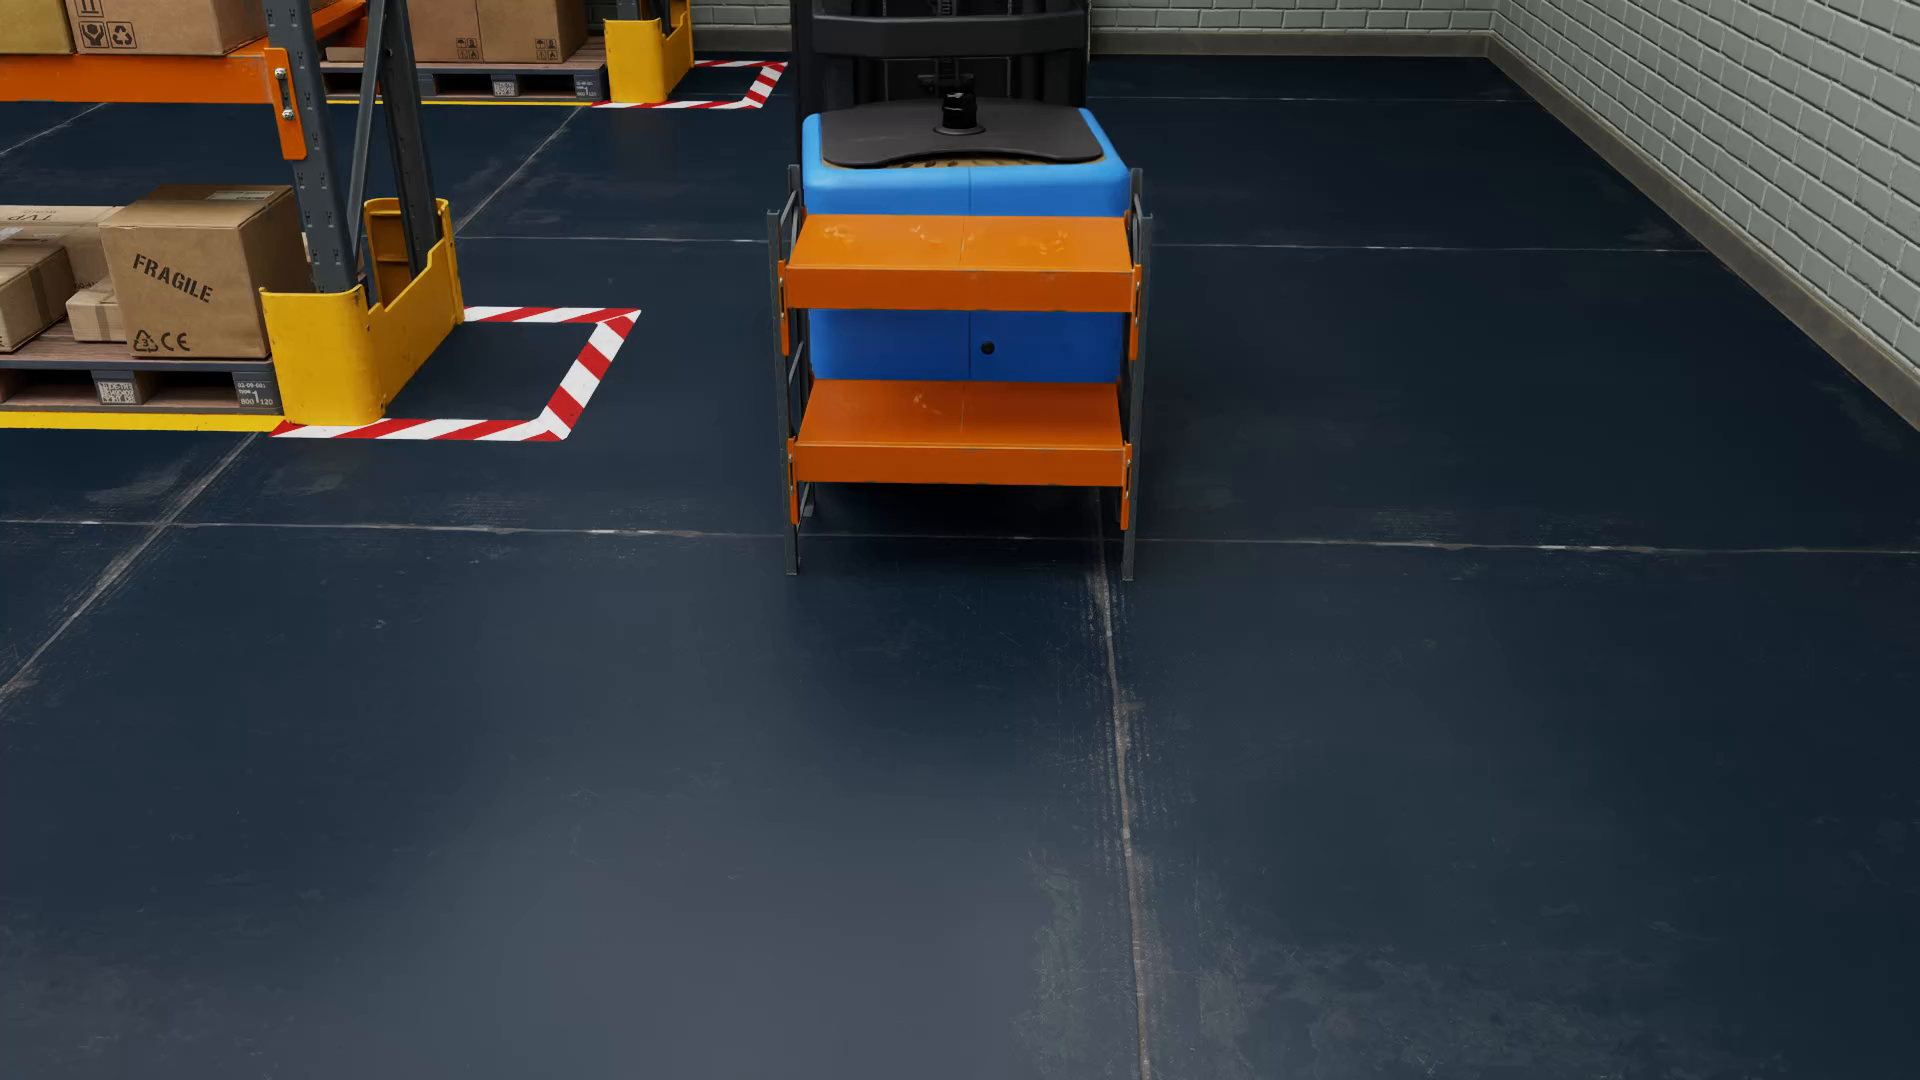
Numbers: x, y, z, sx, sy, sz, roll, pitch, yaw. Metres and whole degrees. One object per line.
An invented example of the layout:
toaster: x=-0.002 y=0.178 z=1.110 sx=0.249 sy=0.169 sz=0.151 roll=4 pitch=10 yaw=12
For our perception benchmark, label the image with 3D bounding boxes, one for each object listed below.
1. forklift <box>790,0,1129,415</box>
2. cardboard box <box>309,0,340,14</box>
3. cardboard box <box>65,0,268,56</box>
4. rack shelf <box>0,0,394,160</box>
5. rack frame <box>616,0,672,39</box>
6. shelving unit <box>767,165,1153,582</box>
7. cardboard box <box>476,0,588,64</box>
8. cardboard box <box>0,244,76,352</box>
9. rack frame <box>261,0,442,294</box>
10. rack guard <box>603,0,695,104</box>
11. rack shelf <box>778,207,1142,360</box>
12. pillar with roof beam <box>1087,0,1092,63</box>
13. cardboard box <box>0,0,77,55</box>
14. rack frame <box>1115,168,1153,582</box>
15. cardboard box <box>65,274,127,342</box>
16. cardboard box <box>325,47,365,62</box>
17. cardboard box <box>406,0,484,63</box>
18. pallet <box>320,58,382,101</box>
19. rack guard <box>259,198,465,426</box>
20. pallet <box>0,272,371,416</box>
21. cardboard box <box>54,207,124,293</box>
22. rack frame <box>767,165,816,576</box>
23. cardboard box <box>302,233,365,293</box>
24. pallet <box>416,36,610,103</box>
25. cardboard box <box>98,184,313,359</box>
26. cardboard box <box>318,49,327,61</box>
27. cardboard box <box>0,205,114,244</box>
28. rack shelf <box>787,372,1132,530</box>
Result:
forklift: x=-0.096 y=-2.171 z=6.217 sx=1.130 sy=2.935 sz=3.031 roll=-2 pitch=28 yaw=-4
cardboard box: x=-2.634 y=-2.187 z=6.065 sx=0.500 sy=0.500 sz=0.500 roll=2 pitch=28 yaw=3
cardboard box: x=-2.657 y=-1.936 z=5.592 sx=0.500 sy=0.500 sz=0.500 roll=2 pitch=28 yaw=3
rack shelf: x=-4.199 y=-1.727 z=6.073 sx=4.000 sy=0.370 sz=1.077 roll=1 pitch=28 yaw=2
rack frame: x=-2.029 y=-4.330 z=10.216 sx=0.127 sy=3.000 sz=1.000 roll=1 pitch=28 yaw=2
shelving unit: x=0.007 y=-0.497 z=4.986 sx=1.048 sy=1.125 sz=0.538 roll=1 pitch=28 yaw=2
cardboard box: x=-2.732 y=-3.376 z=10.637 sx=0.500 sy=0.500 sz=0.700 roll=1 pitch=28 yaw=2
cardboard box: x=-3.700 y=-0.915 z=6.239 sx=0.500 sy=0.250 sz=0.500 roll=1 pitch=28 yaw=2
rack frame: x=-2.200 y=-2.012 z=5.842 sx=0.127 sy=3.000 sz=1.000 roll=1 pitch=28 yaw=2
rack guard: x=-2.005 y=-3.226 z=10.801 sx=0.348 sy=0.500 sz=1.175 roll=1 pitch=28 yaw=2
rack shelf: x=0.007 y=-0.755 z=4.849 sx=1.000 sy=0.278 sz=0.538 roll=1 pitch=28 yaw=2
pillar with roof beam: x=0.548 y=-5.326 z=5.689 sx=0.400 sy=9.000 sz=9.100 roll=1 pitch=28 yaw=2
cardboard box: x=-3.176 y=-1.943 z=5.605 sx=0.500 sy=0.500 sz=0.500 roll=1 pitch=28 yaw=2
rack frame: x=0.515 y=-0.488 z=4.970 sx=0.032 sy=1.125 sz=0.500 roll=1 pitch=28 yaw=2
cardboard box: x=-3.153 y=-0.897 z=6.294 sx=0.250 sy=0.166 sz=0.380 roll=1 pitch=28 yaw=2
cardboard box: x=-3.734 y=-3.392 z=10.668 sx=0.500 sy=0.500 sz=0.700 roll=0 pitch=28 yaw=0
cardboard box: x=-3.232 y=-3.384 z=10.652 sx=0.500 sy=0.500 sz=0.700 roll=1 pitch=28 yaw=2
pallet: x=-4.047 y=-3.096 z=10.866 sx=1.213 sy=0.211 sz=1.003 roll=1 pitch=28 yaw=2
rack guard: x=-2.276 y=-0.908 z=6.430 sx=0.348 sy=0.500 sz=1.175 roll=1 pitch=28 yaw=2
pallet: x=-3.072 y=-0.793 z=6.522 sx=1.213 sy=0.211 sz=1.003 roll=1 pitch=28 yaw=2
cardboard box: x=-3.233 y=-1.141 z=6.666 sx=0.500 sy=0.250 sz=0.500 roll=1 pitch=28 yaw=2
rack frame: x=-0.501 y=-0.505 z=5.002 sx=0.032 sy=1.125 sz=0.500 roll=1 pitch=28 yaw=2
cardboard box: x=-2.606 y=-1.114 z=6.723 sx=0.250 sy=0.149 sz=0.380 roll=1 pitch=28 yaw=2
pallet: x=-2.831 y=-3.075 z=10.825 sx=1.213 sy=0.211 sz=1.003 roll=1 pitch=28 yaw=2
cardboard box: x=-2.752 y=-0.995 z=6.124 sx=0.500 sy=0.500 sz=0.500 roll=1 pitch=28 yaw=2
cardboard box: x=-4.268 y=-3.398 z=10.678 sx=0.500 sy=0.500 sz=0.700 roll=2 pitch=28 yaw=3
cardboard box: x=-3.733 y=-1.149 z=6.682 sx=0.500 sy=0.250 sz=0.500 roll=1 pitch=28 yaw=2
rack shelf: x=0.007 y=-0.281 z=5.101 sx=1.000 sy=0.278 sz=0.538 roll=1 pitch=28 yaw=2
